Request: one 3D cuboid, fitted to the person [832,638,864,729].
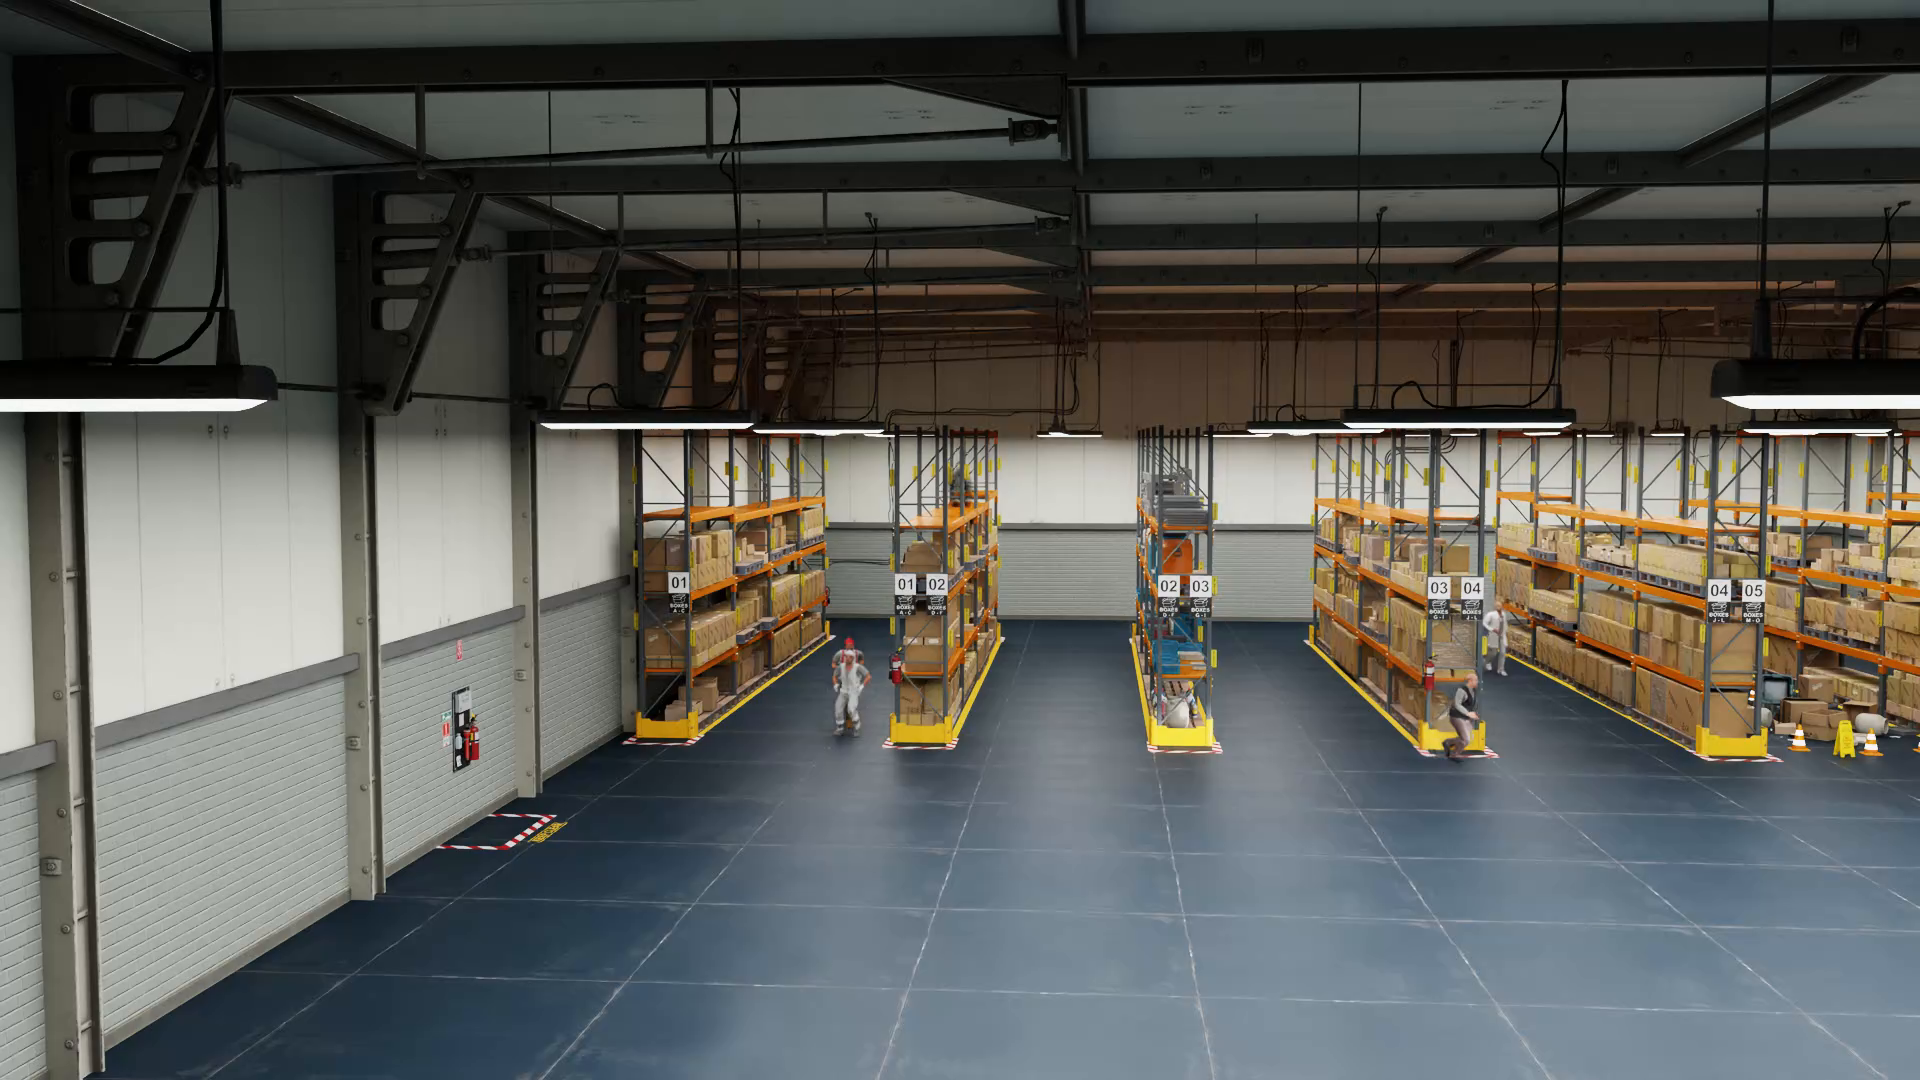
[{"bbox_3d":[-2.254,2.832,33.495,0.658,1.773,1.135,0,3,-4],"label":"person"}]

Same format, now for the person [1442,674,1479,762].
[{"bbox_3d":[8.891,3.140,29.496,0.713,1.590,0.665,3,4,40],"label":"person"}]

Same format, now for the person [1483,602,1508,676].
[{"bbox_3d":[13.130,2.395,40.717,0.705,1.776,0.955,-1,3,-9],"label":"person"}]

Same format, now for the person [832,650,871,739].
[{"bbox_3d":[-2.117,2.943,31.928,0.785,1.698,0.677,1,4,13],"label":"person"}]
